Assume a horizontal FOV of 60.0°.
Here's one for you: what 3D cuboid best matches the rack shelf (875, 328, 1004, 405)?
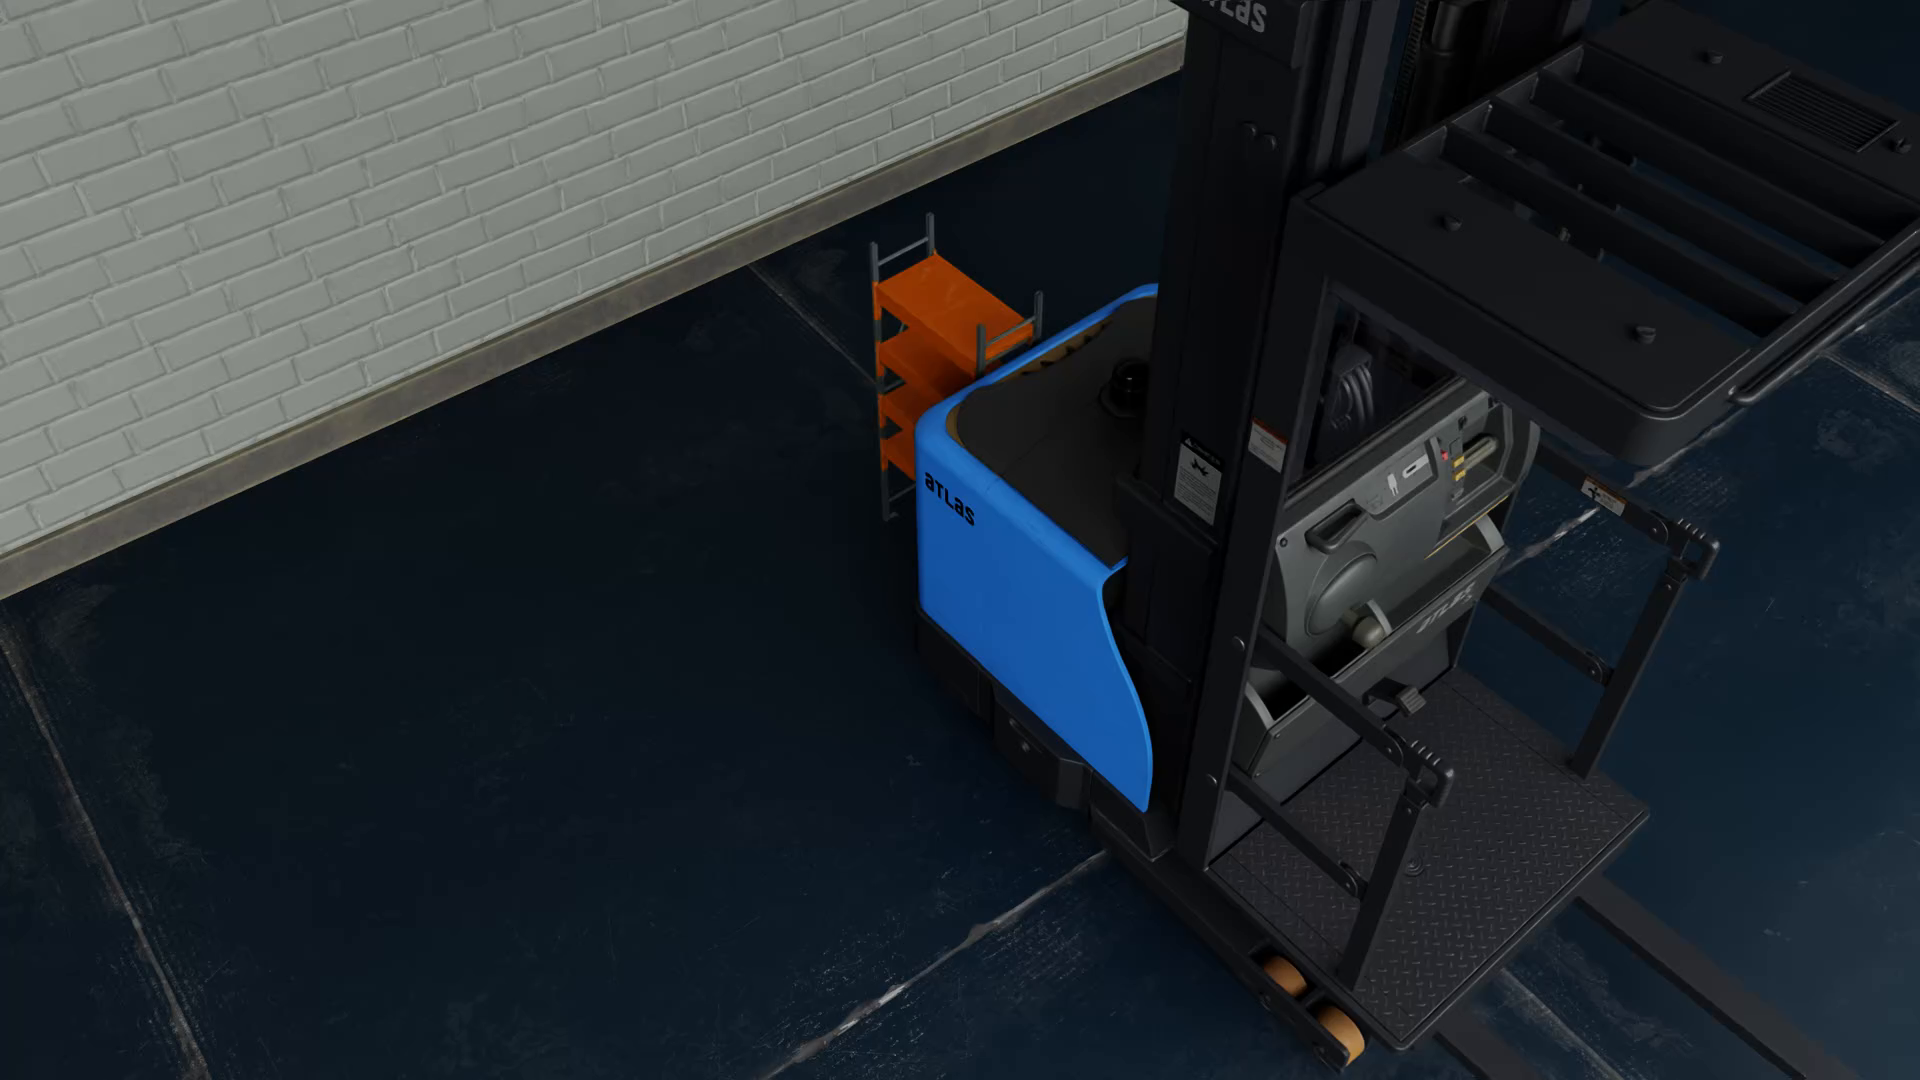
[{"bbox_3d":[-0.015,-0.496,5.179,0.258,0.148,0.480,-32,55,-26],"label":"rack shelf"}]

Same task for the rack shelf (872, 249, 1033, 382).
[{"bbox_3d":[-0.015,-0.655,5.003,0.258,0.148,0.480,-32,55,-26],"label":"rack shelf"}]

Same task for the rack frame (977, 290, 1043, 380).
[{"bbox_3d":[0.143,-0.254,5.170,0.240,1.200,0.015,-32,55,-26],"label":"rack frame"}]

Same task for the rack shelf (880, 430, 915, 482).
[{"bbox_3d":[-0.015,-0.212,5.492,0.258,0.148,0.480,-32,55,-26],"label":"rack shelf"}]

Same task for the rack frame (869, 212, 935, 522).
[{"bbox_3d":[-0.174,-0.528,5.419,0.240,1.200,0.015,-32,55,-26],"label":"rack frame"}]

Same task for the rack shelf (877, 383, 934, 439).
[{"bbox_3d":[-0.015,-0.346,5.344,0.258,0.148,0.480,-32,55,-26],"label":"rack shelf"}]

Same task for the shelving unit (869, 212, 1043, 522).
[{"bbox_3d":[-0.015,-0.391,5.295,0.258,1.200,0.503,-32,55,-26],"label":"shelving unit"}]

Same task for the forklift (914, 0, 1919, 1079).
[{"bbox_3d":[1.195,-0.004,3.775,1.130,2.935,3.031,-32,55,-26],"label":"forklift"}]
